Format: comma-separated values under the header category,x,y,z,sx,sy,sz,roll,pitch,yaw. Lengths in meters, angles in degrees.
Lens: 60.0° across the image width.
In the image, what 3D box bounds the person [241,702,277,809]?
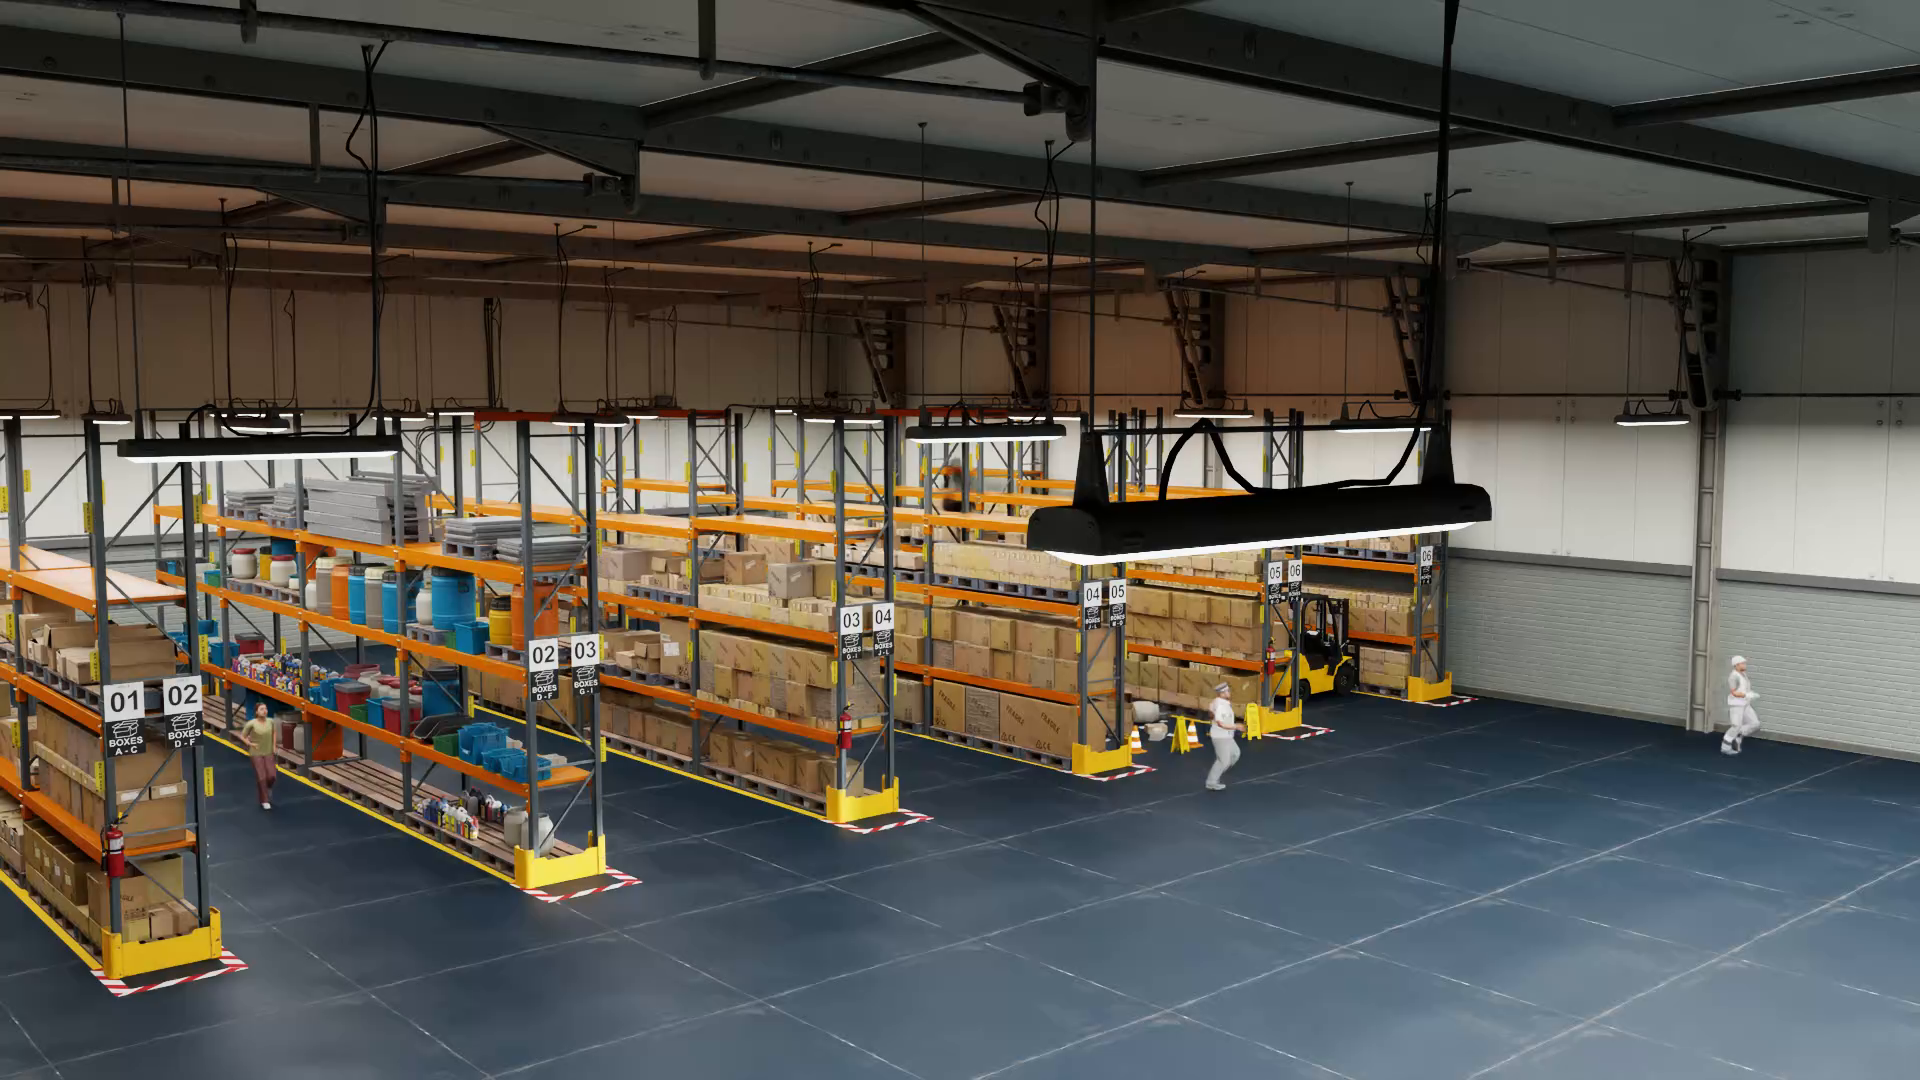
category,x,y,z,sx,sy,sz,roll,pitch,yaw
person,-10.684,3.287,25.433,0.567,1.641,0.573,-4,7,-40

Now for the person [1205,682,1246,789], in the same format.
category,x,y,z,sx,sy,sz,roll,pitch,yaw
person,4.245,3.124,26.559,0.634,1.752,0.638,1,5,9

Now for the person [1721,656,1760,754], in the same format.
category,x,y,z,sx,sy,sz,roll,pitch,yaw
person,13.652,2.890,29.032,0.641,1.746,0.640,-4,7,-41
